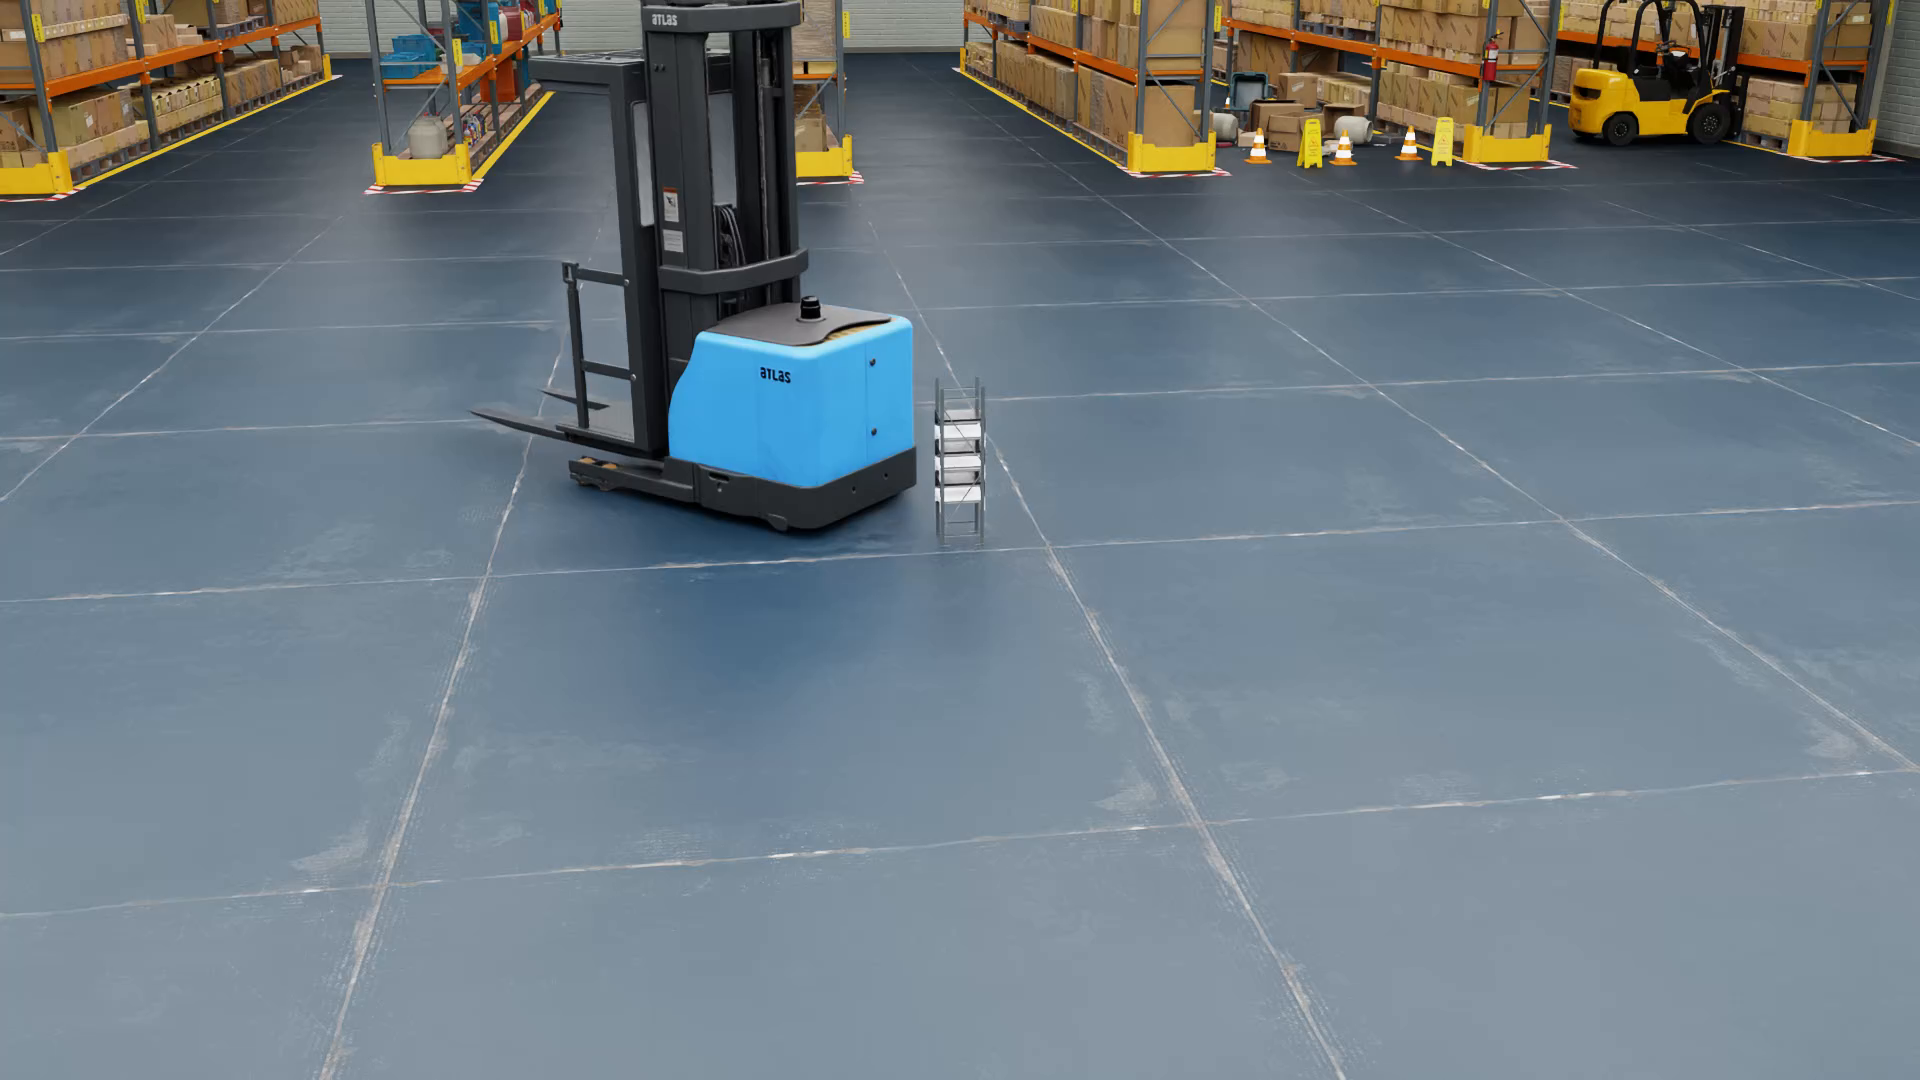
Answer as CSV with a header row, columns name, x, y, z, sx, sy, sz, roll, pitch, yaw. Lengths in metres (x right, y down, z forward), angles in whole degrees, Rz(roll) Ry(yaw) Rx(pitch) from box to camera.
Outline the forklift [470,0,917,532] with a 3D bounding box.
name,x,y,z,sx,sy,sz,roll,pitch,yaw
forklift,-1.762,-1.802,9.853,3.031,2.935,1.130,14,24,32

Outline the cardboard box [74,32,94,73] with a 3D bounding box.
name,x,y,z,sx,sy,sz,roll,pitch,yaw
cardboard box,-12.113,-6.540,22.296,0.700,0.500,0.500,-2,21,-6

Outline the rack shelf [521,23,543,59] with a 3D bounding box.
name,x,y,z,sx,sy,sz,roll,pitch,yaw
rack shelf,-8.372,-9.169,30.506,1.077,0.370,4.000,-3,21,-8

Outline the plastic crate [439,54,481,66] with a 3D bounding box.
name,x,y,z,sx,sy,sz,roll,pitch,yaw
plastic crate,-7.022,-6.755,23.393,0.530,0.136,0.437,-3,21,-8

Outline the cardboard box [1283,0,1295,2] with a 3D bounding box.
name,x,y,z,sx,sy,sz,roll,pitch,yaw
cardboard box,6.291,-10.244,30.784,0.500,0.500,0.500,-3,21,-9

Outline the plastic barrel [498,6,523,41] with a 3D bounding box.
name,x,y,z,sx,sy,sz,roll,pitch,yaw
plastic barrel,-7.717,-8.732,28.113,0.600,0.536,0.708,-3,21,-8

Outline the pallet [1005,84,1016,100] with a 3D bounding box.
name,x,y,z,sx,sy,sz,roll,pitch,yaw
pallet,1.457,-8.664,32.112,1.003,0.211,1.213,-3,21,-8

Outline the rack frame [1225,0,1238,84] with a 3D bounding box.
name,x,y,z,sx,sy,sz,roll,pitch,yaw
rack frame,6.048,-10.948,34.241,1.000,3.000,0.127,-3,21,-8

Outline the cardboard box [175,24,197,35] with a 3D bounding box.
name,x,y,z,sx,sy,sz,roll,pitch,yaw
cardboard box,-12.976,-8.395,27.533,0.500,0.311,0.500,-2,21,-4

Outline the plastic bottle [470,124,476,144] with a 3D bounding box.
name,x,y,z,sx,sy,sz,roll,pitch,yaw
plastic bottle,-6.947,-5.768,23.643,0.097,0.271,0.097,0,20,0

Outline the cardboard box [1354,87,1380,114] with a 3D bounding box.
name,x,y,z,sx,sy,sz,roll,pitch,yaw
cardboard box,7.123,-7.325,27.697,0.950,0.372,0.625,-3,21,-7

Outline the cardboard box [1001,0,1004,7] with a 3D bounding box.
name,x,y,z,sx,sy,sz,roll,pitch,yaw
cardboard box,0.993,-10.181,31.520,0.380,0.149,0.250,-3,21,-9

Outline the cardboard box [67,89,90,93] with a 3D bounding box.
name,x,y,z,sx,sy,sz,roll,pitch,yaw
cardboard box,-12.572,-6.091,23.494,0.500,0.500,0.500,-3,21,-8

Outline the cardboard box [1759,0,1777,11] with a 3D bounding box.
name,x,y,z,sx,sy,sz,roll,pitch,yaw
cardboard box,12.188,-7.996,24.842,0.380,0.149,0.250,-2,21,-6

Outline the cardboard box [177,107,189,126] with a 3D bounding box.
name,x,y,z,sx,sy,sz,roll,pitch,yaw
cardboard box,-12.372,-6.597,25.921,0.500,0.250,0.500,-4,21,-9

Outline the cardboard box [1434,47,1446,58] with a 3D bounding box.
name,x,y,z,sx,sy,sz,roll,pitch,yaw
cardboard box,7.258,-7.233,24.655,0.380,0.149,0.250,-3,21,-8

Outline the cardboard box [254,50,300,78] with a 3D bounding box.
name,x,y,z,sx,sy,sz,roll,pitch,yaw
cardboard box,-13.838,-9.637,33.669,0.797,0.503,0.637,-3,21,-8

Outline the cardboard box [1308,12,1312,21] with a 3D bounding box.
name,x,y,z,sx,sy,sz,roll,pitch,yaw
cardboard box,6.495,-9.420,29.910,0.380,0.149,0.250,-4,21,-11

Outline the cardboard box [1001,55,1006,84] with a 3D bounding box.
name,x,y,z,sx,sy,sz,roll,pitch,yaw
cardboard box,1.086,-9.237,32.632,0.500,0.500,0.500,-2,21,-5

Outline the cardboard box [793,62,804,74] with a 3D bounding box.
name,x,y,z,sx,sy,sz,roll,pitch,yaw
cardboard box,-2.274,-6.264,22.059,0.380,0.149,0.250,-3,21,-8

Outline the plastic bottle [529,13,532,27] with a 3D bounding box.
name,x,y,z,sx,sy,sz,roll,pitch,yaw
plastic bottle,-8.231,-9.893,31.595,0.152,0.276,0.135,-3,21,-8

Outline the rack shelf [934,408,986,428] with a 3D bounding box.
name,x,y,z,sx,sy,sz,roll,pitch,yaw
rack shelf,-0.001,-0.646,8.983,0.258,0.077,0.200,-3,21,-8

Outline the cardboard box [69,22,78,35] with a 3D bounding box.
name,x,y,z,sx,sy,sz,roll,pitch,yaw
cardboard box,-11.863,-6.738,21.900,0.380,0.149,0.250,-3,21,-8

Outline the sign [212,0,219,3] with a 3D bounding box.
name,x,y,z,sx,sy,sz,roll,pitch,yaw
sign,-12.437,-9.136,27.736,0.100,0.325,0.005,-3,21,-8

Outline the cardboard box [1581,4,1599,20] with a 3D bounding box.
name,x,y,z,sx,sy,sz,roll,pitch,yaw
cardboard box,11.487,-9.457,29.749,0.500,0.250,0.500,-3,21,-9

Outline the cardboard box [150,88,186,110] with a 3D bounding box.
name,x,y,z,sx,sy,sz,roll,pitch,yaw
cardboard box,-12.365,-6.860,25.823,0.500,0.311,0.500,-4,21,-10

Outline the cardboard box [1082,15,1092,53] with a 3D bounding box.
name,x,y,z,sx,sy,sz,roll,pitch,yaw
cardboard box,2.382,-7.836,25.696,0.875,0.550,0.550,-3,21,-8

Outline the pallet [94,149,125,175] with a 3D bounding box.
name,x,y,z,sx,sy,sz,roll,pitch,yaw
pallet,-12.157,-5.173,22.764,1.003,0.211,1.213,-3,21,-8

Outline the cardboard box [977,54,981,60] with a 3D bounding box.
name,x,y,z,sx,sy,sz,roll,pitch,yaw
cardboard box,0.577,-10.495,36.078,0.380,0.149,0.250,-4,21,-10

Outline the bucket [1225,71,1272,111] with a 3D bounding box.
name,x,y,z,sx,sy,sz,roll,pitch,yaw
bucket,4.618,-7.141,26.555,0.726,0.611,0.620,4,11,11

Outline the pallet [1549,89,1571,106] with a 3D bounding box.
name,x,y,z,sx,sy,sz,roll,pitch,yaw
pallet,11.616,-8.221,30.926,1.003,0.211,1.213,-3,21,-8

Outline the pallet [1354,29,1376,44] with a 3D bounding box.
name,x,y,z,sx,sy,sz,roll,pitch,yaw
pallet,7.235,-8.360,27.587,1.003,0.211,1.213,-3,21,-8

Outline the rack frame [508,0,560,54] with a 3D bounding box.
name,x,y,z,sx,sy,sz,roll,pitch,yaw
rack frame,-9.237,-11.583,35.942,1.000,3.000,0.127,-3,21,-8

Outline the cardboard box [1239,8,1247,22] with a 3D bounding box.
name,x,y,z,sx,sy,sz,roll,pitch,yaw
cardboard box,5.926,-10.533,33.344,0.500,0.250,0.500,-3,21,-9

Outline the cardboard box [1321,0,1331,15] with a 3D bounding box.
name,x,y,z,sx,sy,sz,roll,pitch,yaw
cardboard box,6.626,-9.415,28.968,0.500,0.500,0.500,-3,21,-7

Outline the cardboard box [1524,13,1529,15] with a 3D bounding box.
name,x,y,z,sx,sy,sz,roll,pitch,yaw
cardboard box,7.906,-7.336,24.004,0.500,0.500,0.500,-2,21,-6

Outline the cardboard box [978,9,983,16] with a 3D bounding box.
name,x,y,z,sx,sy,sz,roll,pitch,yaw
cardboard box,0.595,-11.170,35.196,0.380,0.149,0.250,-3,21,-7

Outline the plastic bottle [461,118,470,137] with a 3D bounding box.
name,x,y,z,sx,sy,sz,roll,pitch,yaw
plastic bottle,-7.244,-6.067,24.438,0.152,0.276,0.135,-3,21,-8

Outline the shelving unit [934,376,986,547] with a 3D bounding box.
name,x,y,z,sx,sy,sz,roll,pitch,yaw
shelving unit,-0.001,-0.424,9.066,0.258,0.900,0.210,-3,21,-8

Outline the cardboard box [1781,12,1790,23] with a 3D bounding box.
name,x,y,z,sx,sy,sz,roll,pitch,yaw
cardboard box,12.319,-7.681,24.425,0.380,0.149,0.250,-3,21,-7

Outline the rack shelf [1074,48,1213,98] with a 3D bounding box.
name,x,y,z,sx,sy,sz,roll,pitch,yaw
rack shelf,2.606,-6.864,24.335,1.077,0.370,4.000,-3,21,-8

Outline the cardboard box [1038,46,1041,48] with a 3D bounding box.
name,x,y,z,sx,sy,sz,roll,pitch,yaw
cardboard box,1.749,-9.254,31.606,0.500,0.250,0.500,-3,21,-7

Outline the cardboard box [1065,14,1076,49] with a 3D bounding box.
name,x,y,z,sx,sy,sz,roll,pitch,yaw
cardboard box,1.977,-8.107,26.493,0.500,0.500,0.500,-3,21,-8

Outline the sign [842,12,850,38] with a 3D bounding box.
name,x,y,z,sx,sy,sz,roll,pitch,yaw
sign,-1.492,-6.726,21.701,0.100,0.325,0.005,-3,21,-8

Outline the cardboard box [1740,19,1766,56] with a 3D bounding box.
name,x,y,z,sx,sy,sz,roll,pitch,yaw
cardboard box,12.218,-7.606,25.151,0.500,0.500,0.500,-3,21,-9

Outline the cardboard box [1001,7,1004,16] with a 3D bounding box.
name,x,y,z,sx,sy,sz,roll,pitch,yaw
cardboard box,0.992,-10.043,31.578,0.380,0.149,0.250,-4,21,-10

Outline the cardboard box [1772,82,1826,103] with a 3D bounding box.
name,x,y,z,sx,sy,sz,roll,pitch,yaw
cardboard box,12.314,-6.565,24.408,0.500,0.250,0.500,-2,21,-6

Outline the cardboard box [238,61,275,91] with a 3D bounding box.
name,x,y,z,sx,sy,sz,roll,pitch,yaw
cardboard box,-13.144,-8.657,31.051,0.500,0.500,0.500,-3,21,-8

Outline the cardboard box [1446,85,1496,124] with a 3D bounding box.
name,x,y,z,sx,sy,sz,roll,pitch,yaw
cardboard box,7.404,-6.317,24.101,0.500,0.500,0.500,-3,21,-7

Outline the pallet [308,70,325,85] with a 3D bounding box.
name,x,y,z,sx,sy,sz,roll,pitch,yaw
pallet,-14.012,-9.726,34.955,1.003,0.211,1.213,-3,21,-8

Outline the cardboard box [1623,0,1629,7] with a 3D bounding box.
name,x,y,z,sx,sy,sz,roll,pitch,yaw
cardboard box,11.660,-9.241,28.602,0.380,0.149,0.250,-3,21,-9

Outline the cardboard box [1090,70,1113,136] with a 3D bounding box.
name,x,y,z,sx,sy,sz,roll,pitch,yaw
cardboard box,2.472,-6.561,24.933,0.875,0.875,0.875,-3,21,-7
